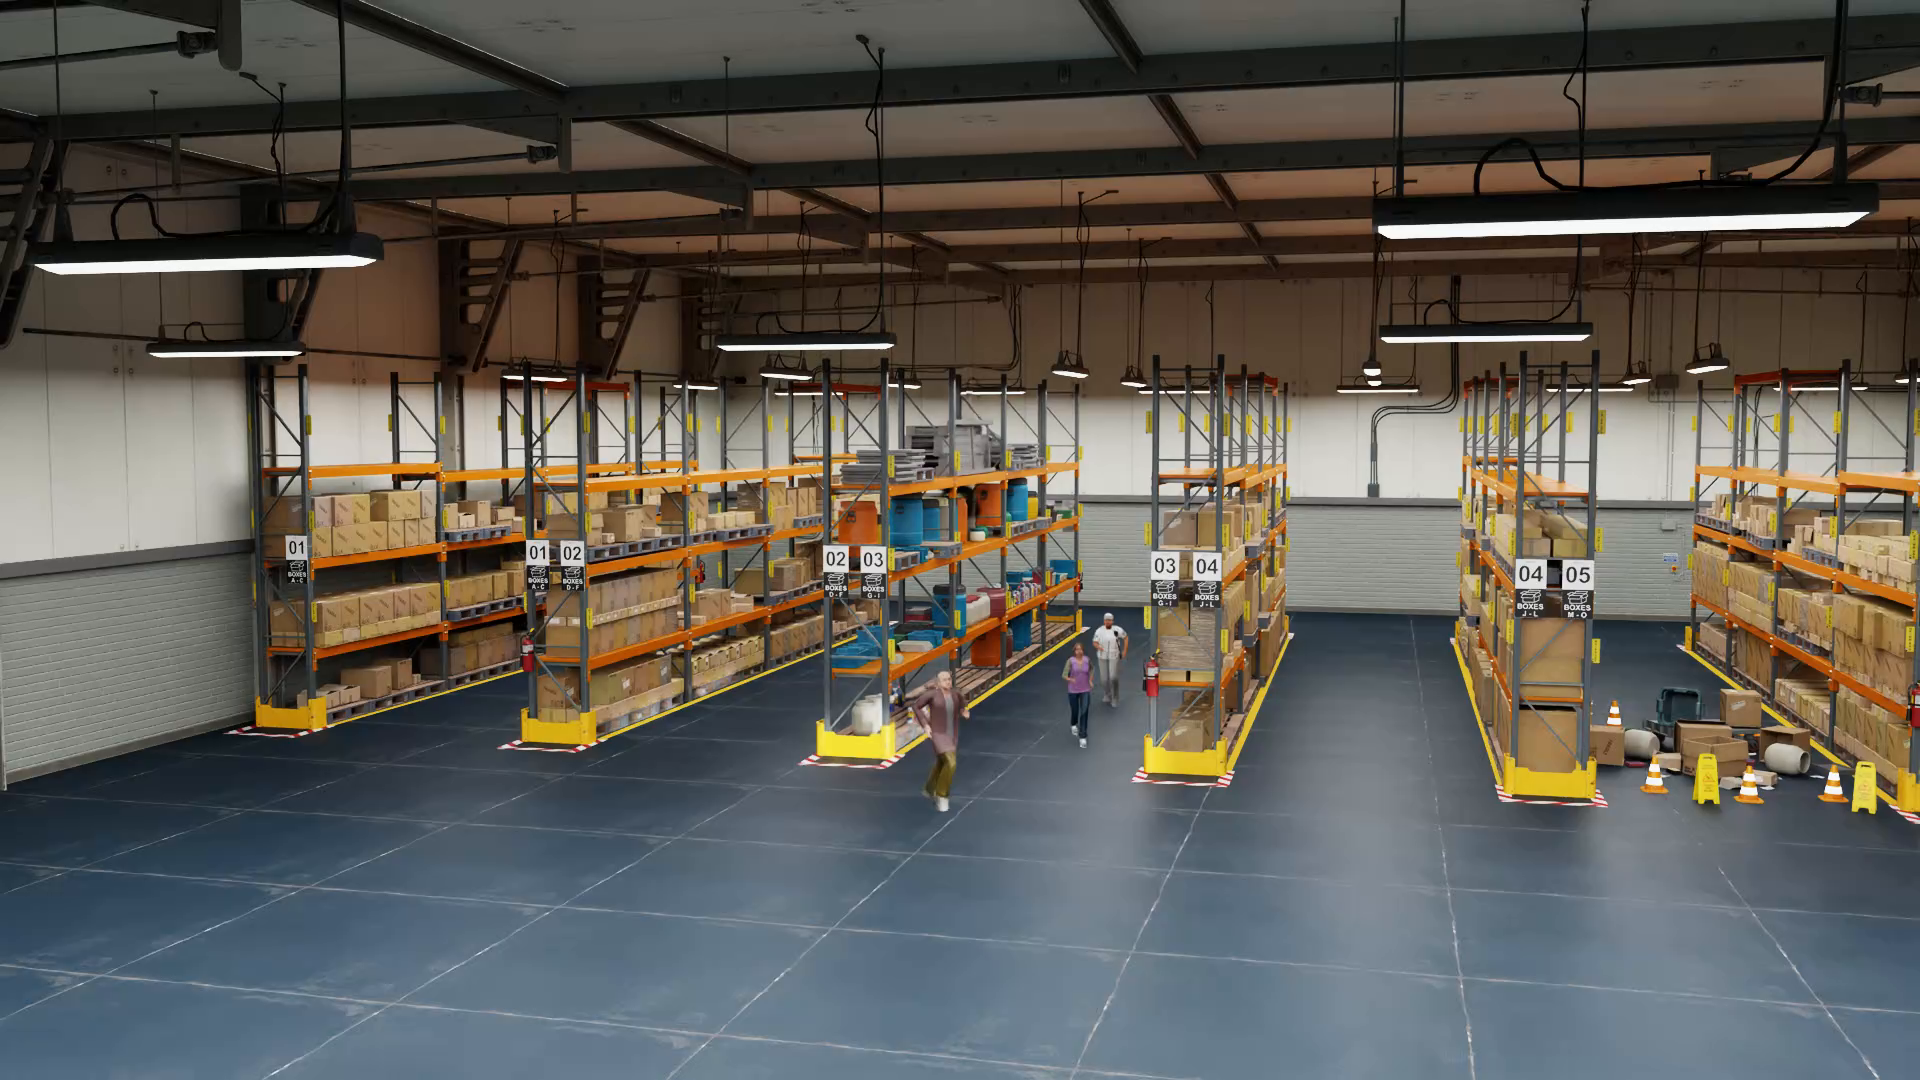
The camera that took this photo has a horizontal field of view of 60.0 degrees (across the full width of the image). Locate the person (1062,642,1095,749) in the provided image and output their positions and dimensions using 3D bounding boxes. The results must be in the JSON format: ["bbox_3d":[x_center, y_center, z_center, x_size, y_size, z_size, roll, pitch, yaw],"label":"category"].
[{"bbox_3d":[1.864,2.398,26.089,0.538,1.605,0.877,0,4,-3],"label":"person"}]

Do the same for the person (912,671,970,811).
[{"bbox_3d":[-0.198,2.653,21.817,0.666,1.802,0.820,-3,5,-40],"label":"person"}]

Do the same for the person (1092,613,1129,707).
[{"bbox_3d":[2.671,2.151,29.647,0.619,1.711,0.691,1,4,12],"label":"person"}]
